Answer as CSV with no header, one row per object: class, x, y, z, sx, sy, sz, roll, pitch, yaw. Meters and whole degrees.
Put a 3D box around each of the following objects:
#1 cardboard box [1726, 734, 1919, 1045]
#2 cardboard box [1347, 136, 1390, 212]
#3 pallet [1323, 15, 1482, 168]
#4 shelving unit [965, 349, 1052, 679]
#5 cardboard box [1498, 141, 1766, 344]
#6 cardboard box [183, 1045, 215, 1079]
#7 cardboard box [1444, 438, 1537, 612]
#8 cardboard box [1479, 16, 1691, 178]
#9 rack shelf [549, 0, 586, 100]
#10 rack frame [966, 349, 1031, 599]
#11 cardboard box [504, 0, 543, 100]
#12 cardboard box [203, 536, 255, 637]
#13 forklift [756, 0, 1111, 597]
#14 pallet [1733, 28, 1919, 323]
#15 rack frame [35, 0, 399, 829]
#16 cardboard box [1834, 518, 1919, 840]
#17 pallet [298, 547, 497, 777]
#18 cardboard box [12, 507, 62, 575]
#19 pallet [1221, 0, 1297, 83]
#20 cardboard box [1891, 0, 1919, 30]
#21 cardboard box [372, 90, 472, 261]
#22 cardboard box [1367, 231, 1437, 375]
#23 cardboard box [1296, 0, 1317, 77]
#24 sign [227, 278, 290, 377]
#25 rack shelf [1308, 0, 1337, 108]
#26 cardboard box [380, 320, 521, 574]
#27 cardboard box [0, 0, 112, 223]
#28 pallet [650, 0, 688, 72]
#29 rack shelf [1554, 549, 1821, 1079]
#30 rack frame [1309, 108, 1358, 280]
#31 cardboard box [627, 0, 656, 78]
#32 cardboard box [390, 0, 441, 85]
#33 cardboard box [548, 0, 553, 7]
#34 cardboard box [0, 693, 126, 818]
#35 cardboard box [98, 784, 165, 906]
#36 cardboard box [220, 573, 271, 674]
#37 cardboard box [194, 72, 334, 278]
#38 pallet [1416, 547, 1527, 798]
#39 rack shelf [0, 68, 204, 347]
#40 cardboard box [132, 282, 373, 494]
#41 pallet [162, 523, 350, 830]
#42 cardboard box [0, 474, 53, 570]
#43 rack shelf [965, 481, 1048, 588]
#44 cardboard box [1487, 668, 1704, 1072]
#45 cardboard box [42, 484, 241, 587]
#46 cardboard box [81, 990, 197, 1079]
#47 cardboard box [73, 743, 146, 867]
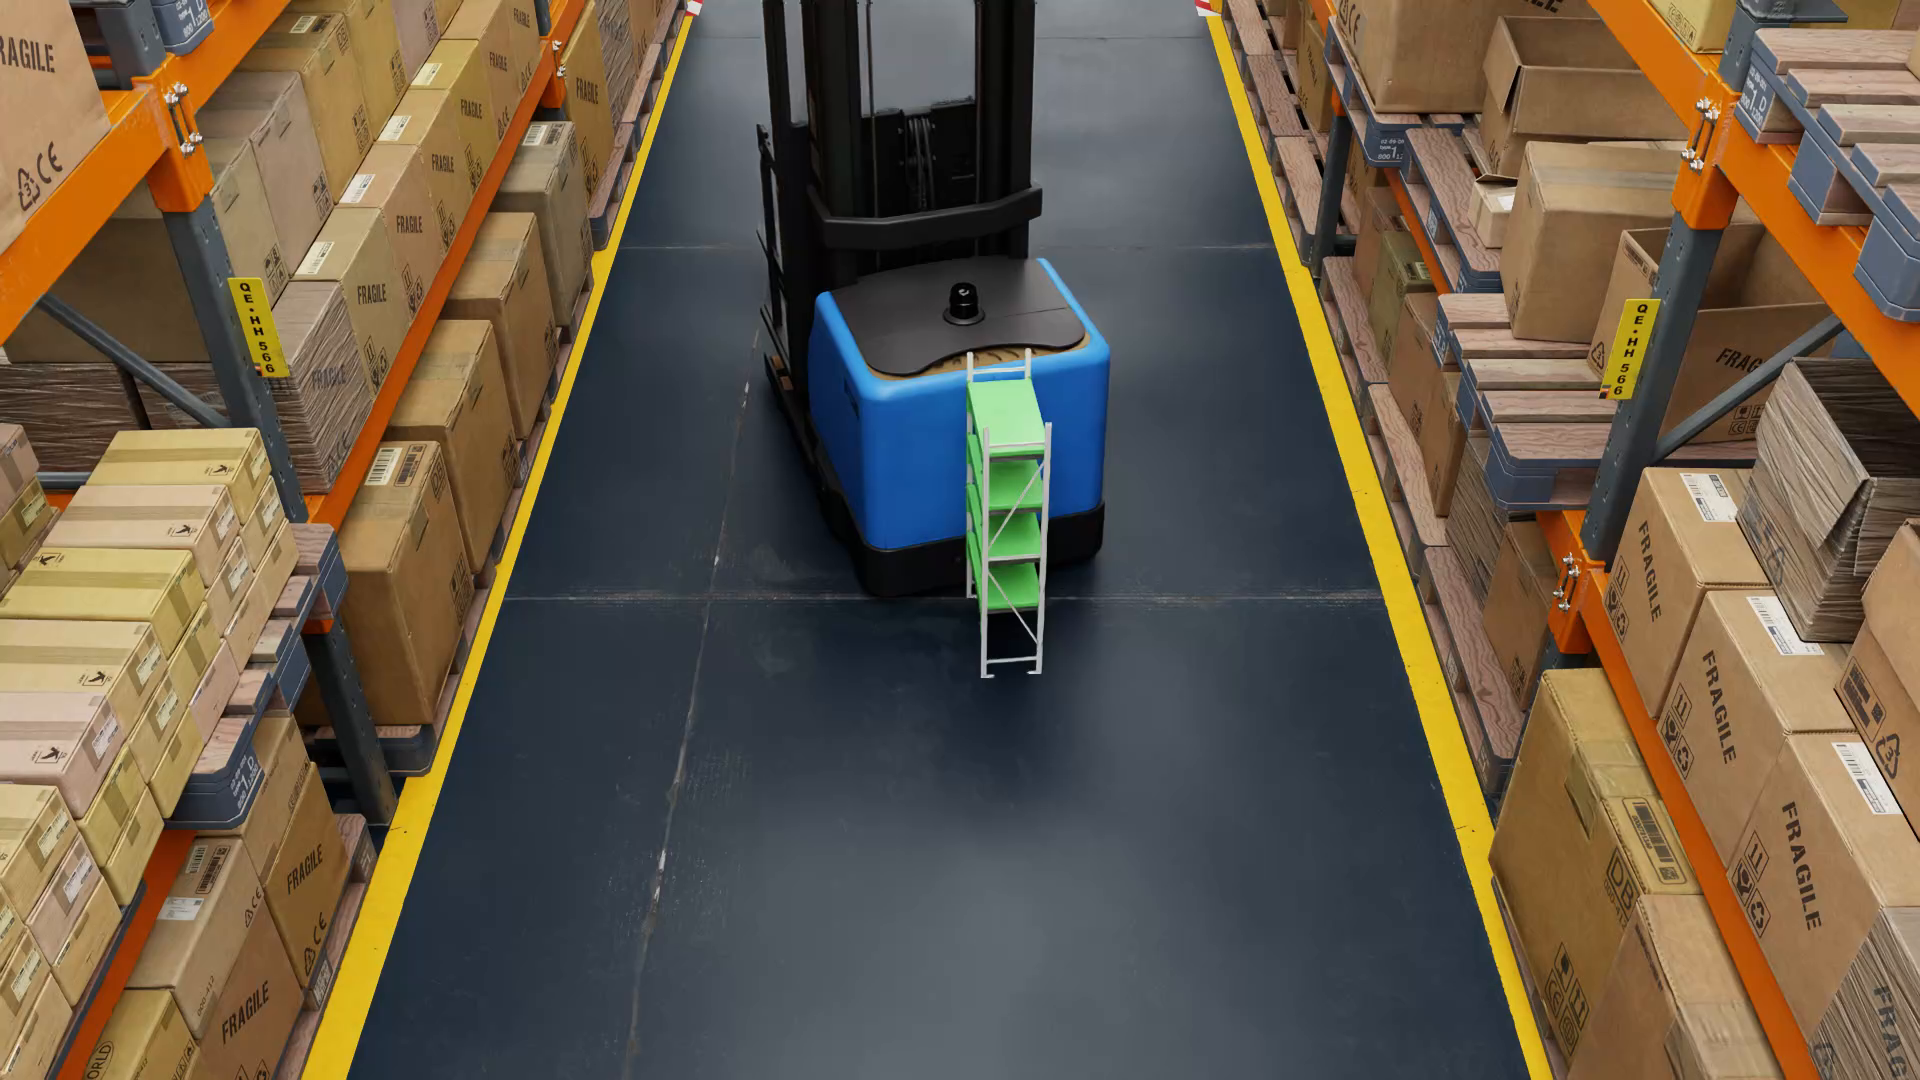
cardboard box,2.152,0.792,3.783,0.500,0.500,0.500,-1,39,-1
cardboard box,2.451,-2.056,9.080,0.500,0.500,0.500,-1,39,-1
pallet,2.267,-2.064,7.581,1.003,0.211,1.213,0,39,0
shelving unit,0.174,-0.084,6.395,0.258,1.200,0.503,-4,39,-5
cardboard box,2.275,-1.006,5.690,0.700,0.500,0.500,5,39,7
cardboard box,-2.268,1.703,4.390,0.500,0.500,0.500,-2,39,-2
cardboard box,2.382,-0.078,6.596,0.700,0.500,0.500,-3,39,-4
cardboard box,2.506,-1.738,6.601,0.797,0.503,0.637,4,39,5
rack shelf,-2.550,-3.647,9.977,1.077,0.370,4.000,0,39,0
rack frame,0.146,-0.235,6.584,0.240,1.200,0.015,-4,39,-5
cardboard box,-2.280,-2.390,7.754,0.500,0.500,0.500,0,39,0
cardboard box,-2.086,0.118,4.331,0.380,0.149,0.250,1,39,2
forklift,-0.321,-1.838,7.200,1.130,2.935,3.031,-11,40,-14
pallet,2.470,-0.810,3.615,1.213,0.211,1.003,2,39,2
rack frame,-2.544,-0.176,5.070,1.000,3.000,0.127,0,39,0
cardboard box,2.399,0.318,3.572,0.797,0.503,0.637,1,39,1
pallet,-2.469,0.419,6.558,1.003,0.211,1.213,0,39,0
cardboard box,-2.745,0.039,4.668,0.380,0.149,0.250,-1,39,-1
pallet,2.373,-3.475,11.418,1.003,0.211,1.213,0,39,0
cardboard box,2.671,-1.522,4.472,0.500,0.250,0.500,1,39,1
cardboard box,-2.276,-1.440,6.569,0.500,0.500,0.500,0,39,-1
cardboard box,2.373,-1.131,7.910,0.700,0.500,0.500,0,39,0
cardboard box,2.408,-3.151,10.447,0.500,0.500,0.500,3,39,4
sign,-2.001,-0.603,4.741,0.100,0.325,0.005,0,39,0
rack shelf,2.410,-3.587,9.903,1.077,0.370,4.000,0,39,0
cardboard box,-2.459,-0.389,6.800,1.050,0.750,0.750,1,39,1
cardboard box,-2.289,-1.028,3.656,0.500,0.500,0.500,0,39,0
pallet,-2.474,-3.590,11.561,1.003,0.211,1.213,0,39,0
rack shelf,2.419,1.415,3.660,1.077,0.370,4.000,0,39,0
rack frame,2.412,-2.617,8.117,1.000,3.000,0.127,0,39,0
cardboard box,-2.483,-3.539,10.631,0.875,0.875,0.875,-1,39,-1
cardboard box,-2.539,-2.158,6.665,0.700,0.500,0.500,0,39,0
cardboard box,-2.561,-2.966,8.433,0.875,0.550,0.550,0,39,0
cardboard box,-2.088,0.471,3.653,0.380,0.149,0.250,0,39,0
cardboard box,-2.086,0.707,3.834,0.380,0.149,0.250,-2,39,-2
cardboard box,-2.085,0.222,4.439,0.380,0.149,0.250,0,39,0
cardboard box,-2.536,-1.202,5.472,0.700,0.500,0.500,-1,39,-1
pallet,2.417,0.483,6.478,1.003,0.211,1.213,0,39,0
rack shelf,-2.541,0.185,2.797,1.077,0.370,4.000,0,39,0
cardboard box,-2.274,-0.496,5.390,0.500,0.500,0.500,0,39,0
pallet,-2.436,0.345,4.574,1.213,0.211,1.003,0,39,0
cardboard box,-2.744,-0.055,4.547,0.380,0.149,0.250,2,39,2
rack shelf,0.174,-0.034,6.435,0.258,0.148,0.480,-4,39,-5
cardboard box,2.397,0.981,4.991,1.225,0.875,0.875,-2,39,-2
cardboard box,-2.087,-0.010,4.254,0.380,0.149,0.250,0,39,-1
cardboard box,-2.284,1.404,4.162,0.500,0.250,0.500,1,39,1
cardboard box,-2.085,0.595,3.736,0.380,0.149,0.250,0,39,0
